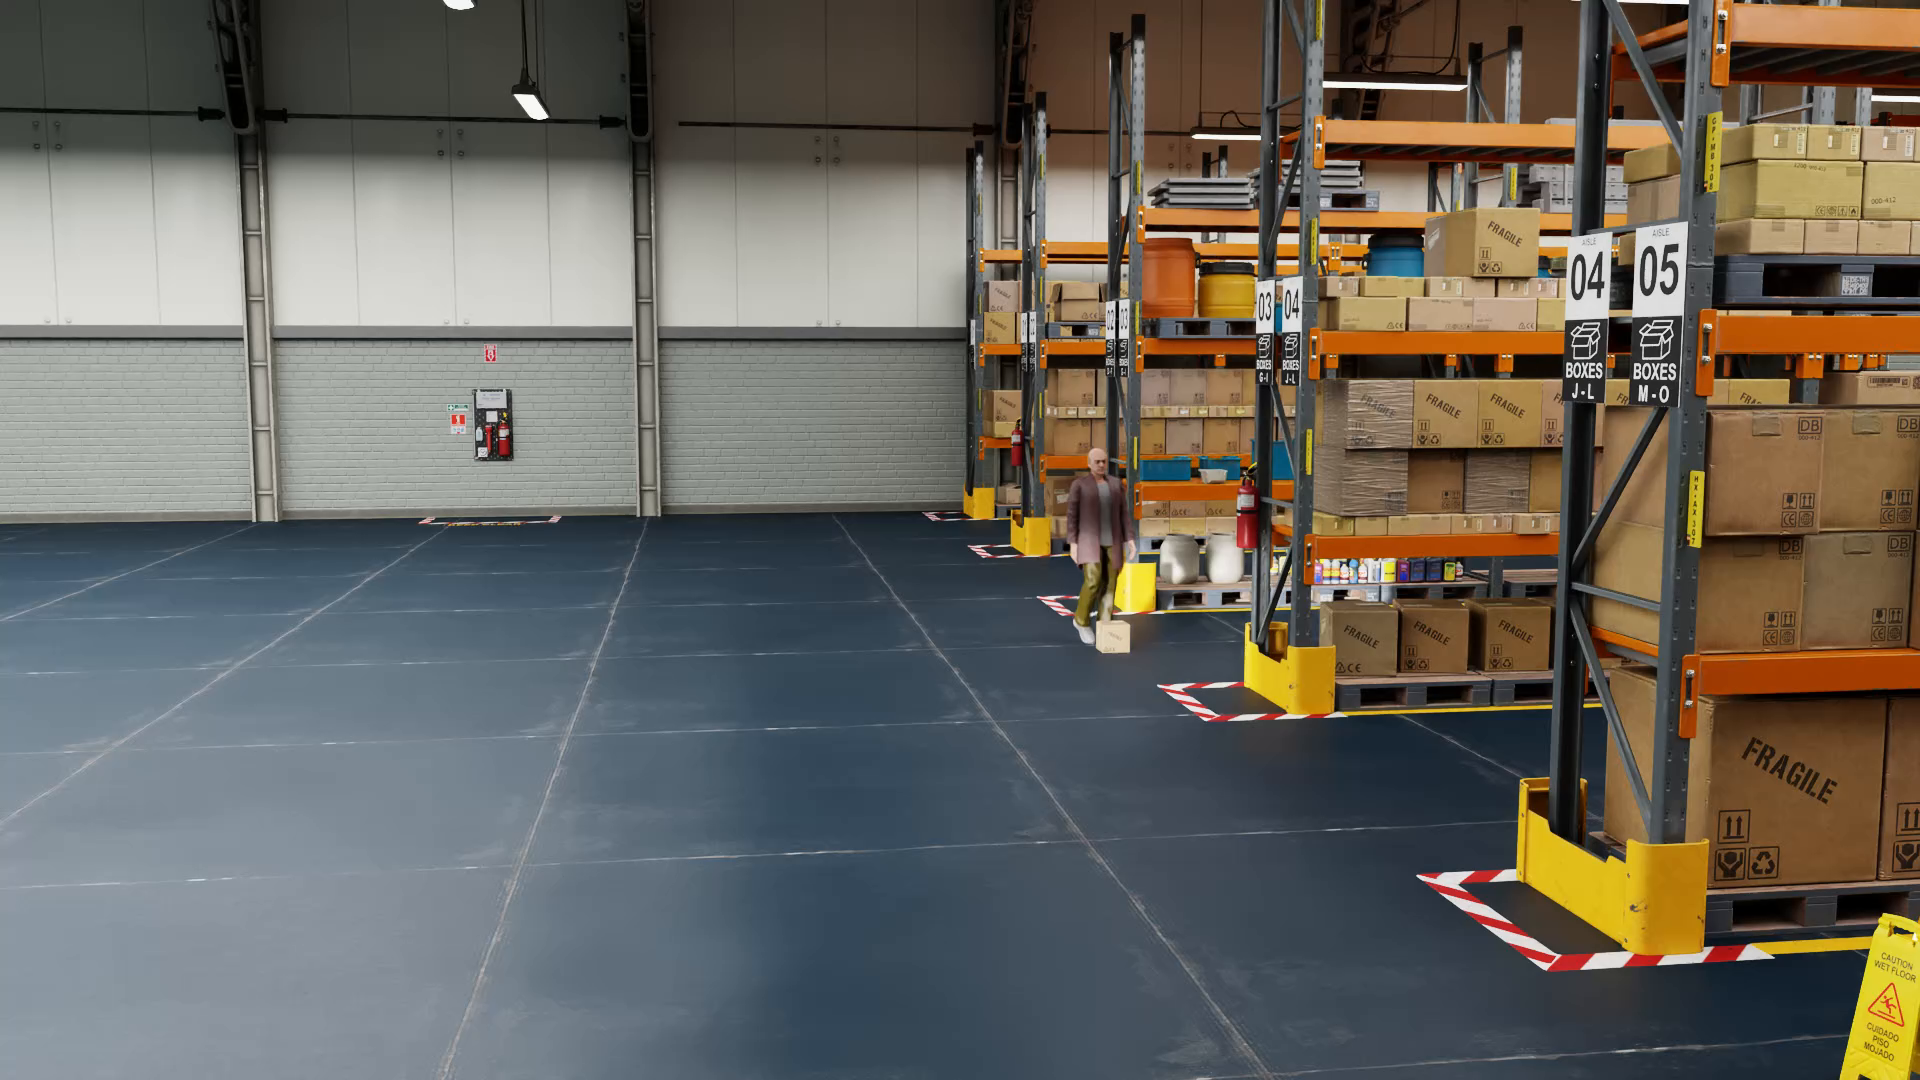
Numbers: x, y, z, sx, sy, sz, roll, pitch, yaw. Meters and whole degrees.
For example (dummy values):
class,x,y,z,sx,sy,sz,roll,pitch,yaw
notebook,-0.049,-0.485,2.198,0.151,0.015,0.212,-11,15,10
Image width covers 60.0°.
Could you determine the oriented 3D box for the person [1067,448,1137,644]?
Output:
class,x,y,z,sx,sy,sz,roll,pitch,yaw
person,1.334,0.061,15.279,0.640,1.812,0.447,-2,7,-21
